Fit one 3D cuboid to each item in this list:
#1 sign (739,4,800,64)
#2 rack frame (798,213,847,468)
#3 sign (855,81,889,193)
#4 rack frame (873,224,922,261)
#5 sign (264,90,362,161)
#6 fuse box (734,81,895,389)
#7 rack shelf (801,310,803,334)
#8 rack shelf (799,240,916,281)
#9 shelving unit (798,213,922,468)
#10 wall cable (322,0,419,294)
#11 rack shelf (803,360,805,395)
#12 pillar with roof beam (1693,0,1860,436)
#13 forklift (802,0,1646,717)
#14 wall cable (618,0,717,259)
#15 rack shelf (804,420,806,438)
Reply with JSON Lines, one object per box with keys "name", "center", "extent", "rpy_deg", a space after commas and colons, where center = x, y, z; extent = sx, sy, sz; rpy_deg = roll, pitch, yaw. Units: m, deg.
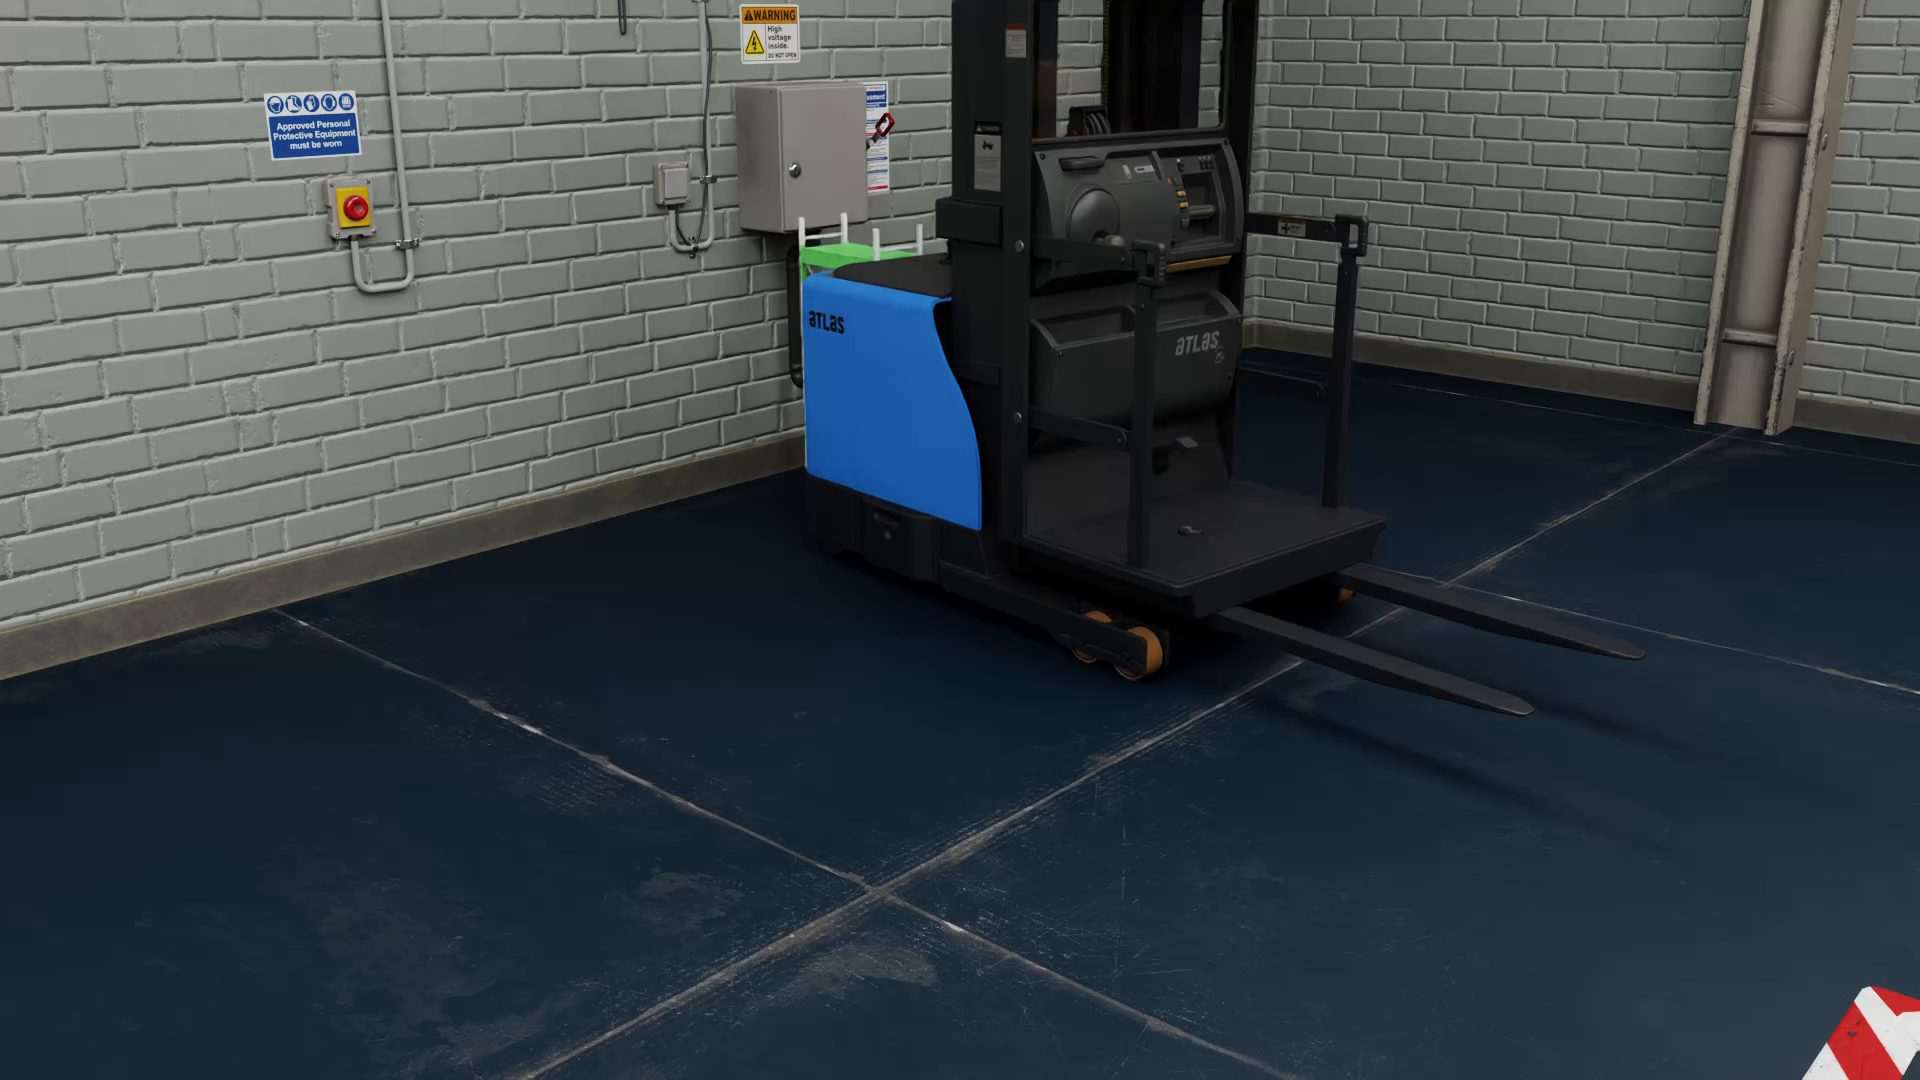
{"name": "sign", "center": [-0.804, -2.147, 7.054], "extent": [0.001, 0.242, 0.339], "rpy_deg": [15, 23, 39]}
{"name": "rack frame", "center": [-0.567, -0.768, 7.050], "extent": [0.240, 1.200, 0.015], "rpy_deg": [-15, 23, -39]}
{"name": "sign", "center": [-0.439, -1.833, 7.585], "extent": [0.001, 0.494, 0.329], "rpy_deg": [15, 23, 39]}
{"name": "rack frame", "center": [-0.244, -0.658, 6.701], "extent": [0.240, 1.200, 0.015], "rpy_deg": [-15, 23, -39]}
{"name": "sign", "center": [-2.193, -1.409, 5.645], "extent": [0.001, 0.218, 0.327], "rpy_deg": [15, 23, 39]}
{"name": "fuse box", "center": [-0.612, -1.111, 7.282], "extent": [0.414, 1.711, 0.539], "rpy_deg": [15, 23, 39]}
{"name": "rack shelf", "center": [-0.405, -0.881, 6.822], "extent": [0.258, 0.148, 0.480], "rpy_deg": [-15, 23, -39]}
{"name": "rack shelf", "center": [-0.405, -1.110, 6.749], "extent": [0.258, 0.148, 0.480], "rpy_deg": [-15, 23, -39]}
{"name": "shelving unit", "center": [-0.405, -0.713, 6.875], "extent": [0.258, 1.200, 0.503], "rpy_deg": [-15, 23, -39]}
{"name": "wall cable", "center": [-2.116, -1.778, 5.524], "extent": [0.123, 1.953, 0.585], "rpy_deg": [15, 23, 39]}
{"name": "rack shelf", "center": [-0.405, -0.652, 6.895], "extent": [0.258, 0.148, 0.480], "rpy_deg": [-15, 23, -39]}
{"name": "pillar with roof beam", "center": [1.133, -3.906, 4.044], "extent": [0.400, 9.000, 9.100], "rpy_deg": [15, 23, 39]}
{"name": "forklift", "center": [0.745, -1.130, 5.326], "extent": [1.130, 2.935, 3.031], "rpy_deg": [-15, 23, -39]}
{"name": "wall cable", "center": [-1.183, -2.086, 6.547], "extent": [0.122, 1.984, 0.588], "rpy_deg": [15, 23, 39]}
{"name": "rack shelf", "center": [-0.405, -0.424, 6.967], "extent": [0.258, 0.148, 0.480], "rpy_deg": [-15, 23, -39]}
